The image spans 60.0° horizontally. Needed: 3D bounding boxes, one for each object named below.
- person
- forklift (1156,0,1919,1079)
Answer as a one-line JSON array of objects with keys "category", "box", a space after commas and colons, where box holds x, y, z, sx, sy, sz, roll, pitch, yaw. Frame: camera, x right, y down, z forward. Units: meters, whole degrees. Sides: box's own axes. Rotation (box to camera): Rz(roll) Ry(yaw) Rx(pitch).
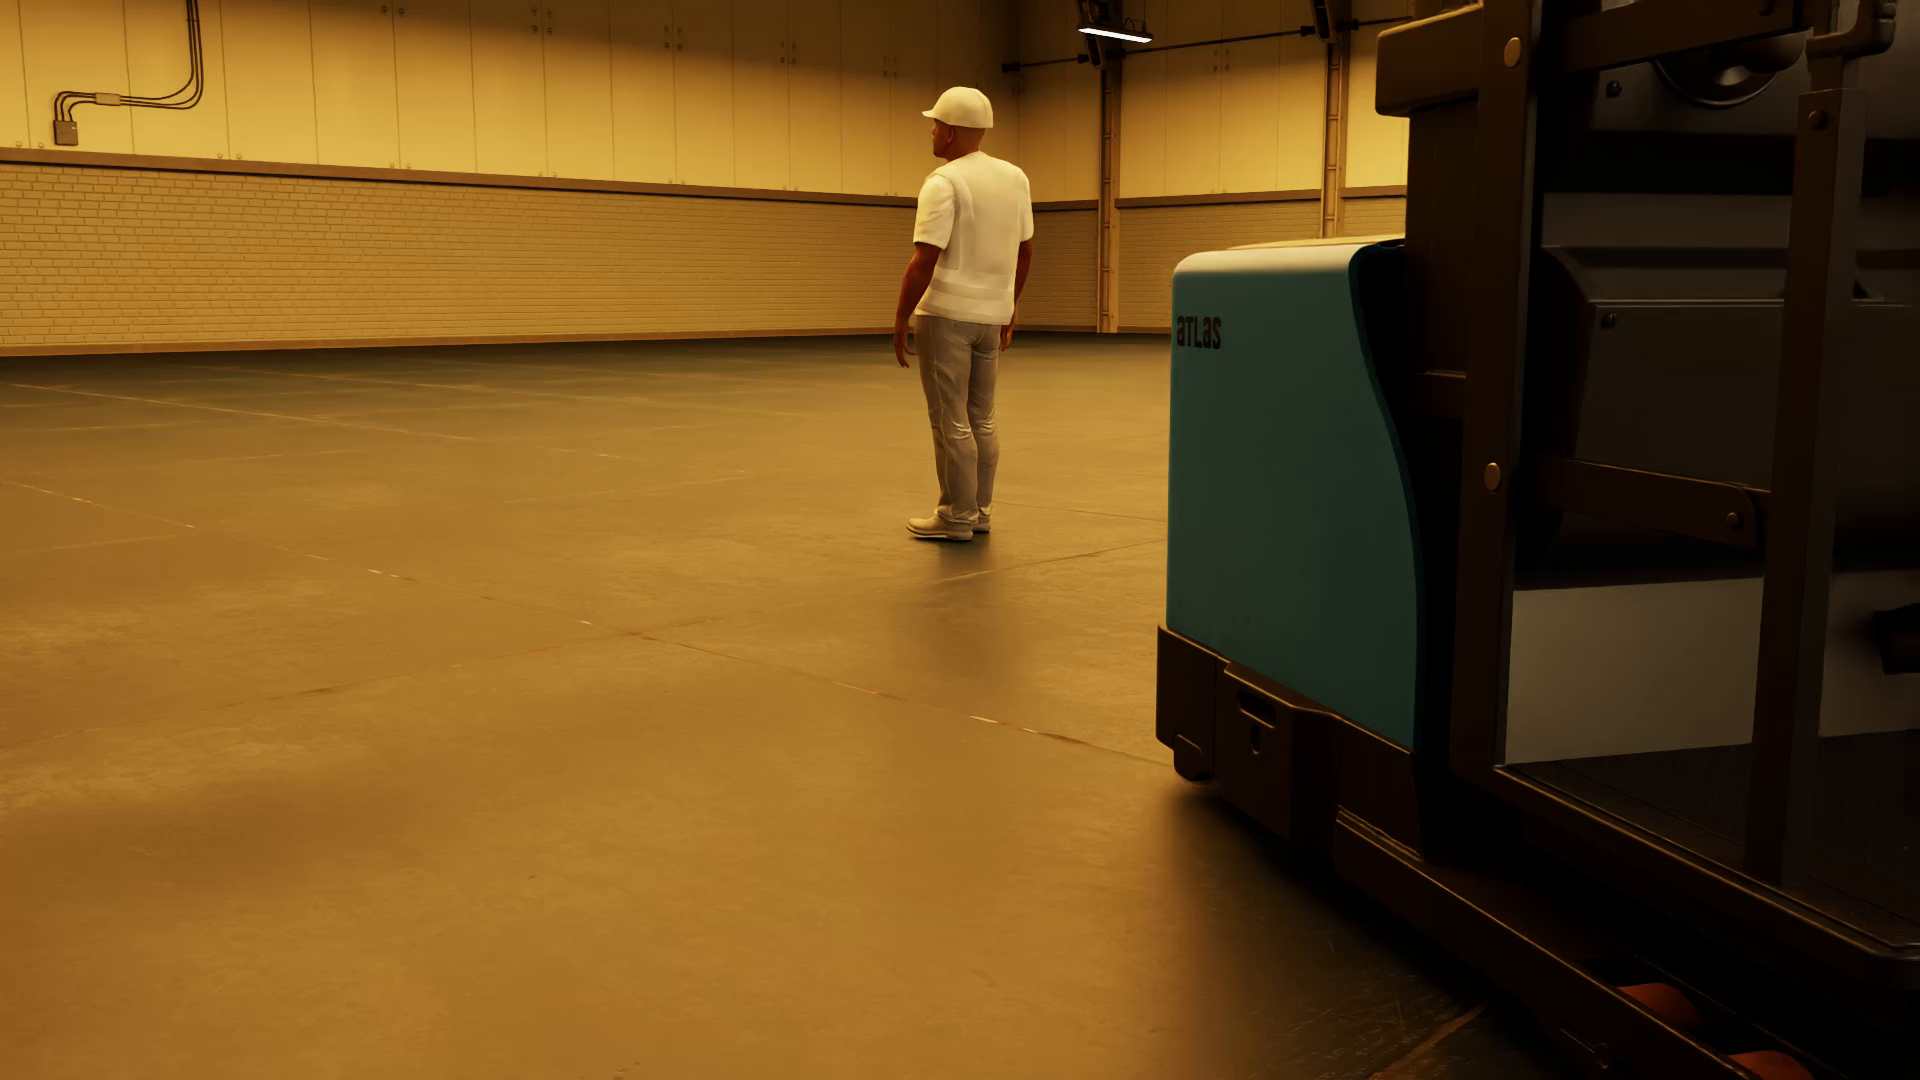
[{"category": "person", "box": [-0.045, -0.888, 6.637, 0.577, 1.765, 0.665, 8, 12, 43]}, {"category": "forklift", "box": [1.298, -0.779, 2.044, 1.130, 2.935, 3.031, -2, 9, -15]}]
